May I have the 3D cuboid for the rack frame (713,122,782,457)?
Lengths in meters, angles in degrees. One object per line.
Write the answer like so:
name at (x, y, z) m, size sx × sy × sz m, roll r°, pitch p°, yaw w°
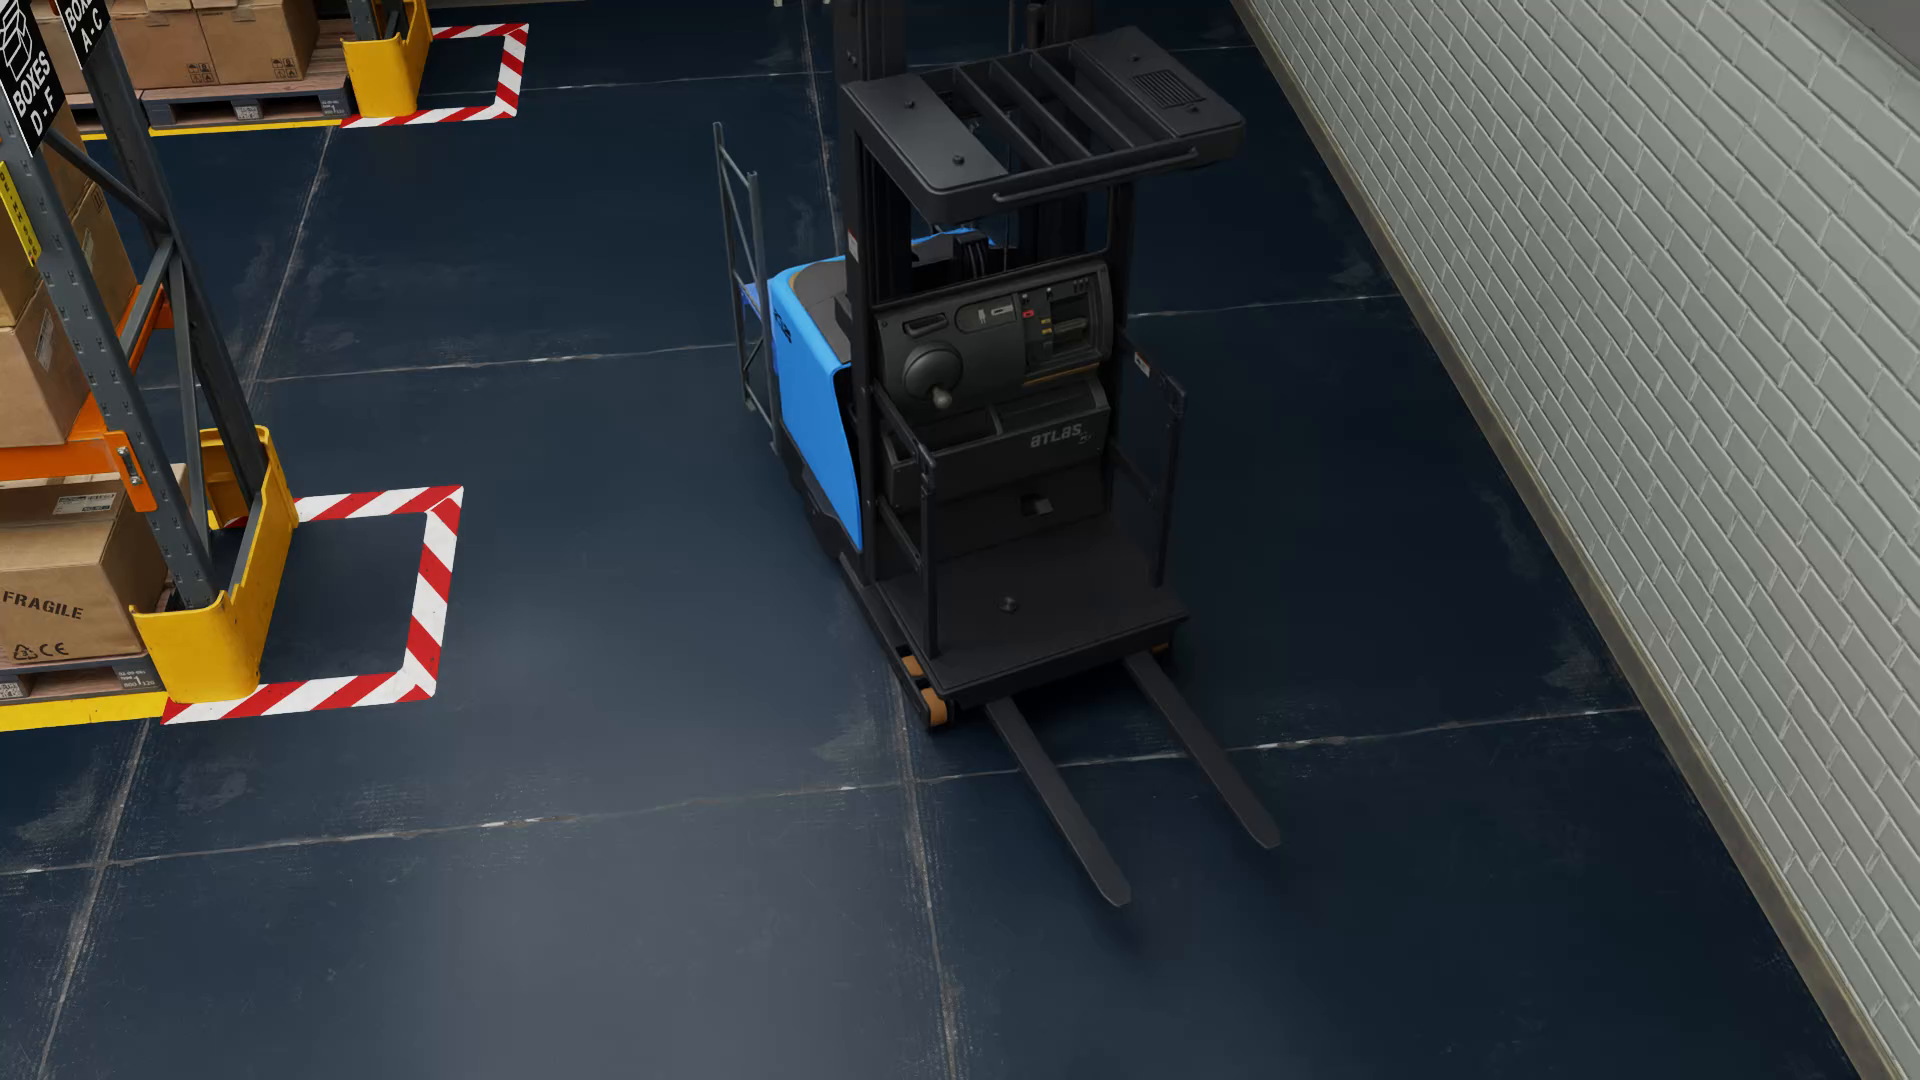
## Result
rack frame at (-0.958, -1.108, 7.573) m, size 0.032 × 1.500 × 0.500 m, roll -17°, pitch 45°, yaw -18°

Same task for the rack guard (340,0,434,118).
rack guard at (-3.658, -3.217, 10.658) m, size 0.348 × 0.500 × 1.175 m, roll -5°, pitch 42°, yaw -6°

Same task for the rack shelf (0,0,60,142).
rack shelf at (-5.019, -1.526, 5.215) m, size 4.000 × 0.370 × 1.077 m, roll -5°, pitch 42°, yaw -6°

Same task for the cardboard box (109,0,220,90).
cardboard box at (-4.859, -3.200, 10.326) m, size 0.500 × 0.500 × 0.700 m, roll -5°, pitch 42°, yaw -6°

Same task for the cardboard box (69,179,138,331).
cardboard box at (-3.510, -1.027, 6.289) m, size 0.500 × 0.500 × 0.500 m, roll -4°, pitch 42°, yaw -5°

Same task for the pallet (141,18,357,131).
pallet at (-4.464, -2.986, 10.618) m, size 1.213 × 0.211 × 1.003 m, roll -5°, pitch 42°, yaw -6°

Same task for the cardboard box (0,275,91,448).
cardboard box at (-3.444, -0.671, 5.894) m, size 0.500 × 0.500 × 0.500 m, roll -4°, pitch 42°, yaw -4°

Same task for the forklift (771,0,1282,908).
forklift at (0.230, -0.674, 6.024) m, size 1.130 × 2.935 × 3.031 m, roll -17°, pitch 45°, yaw -18°

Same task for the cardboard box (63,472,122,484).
cardboard box at (-3.743, -0.135, 7.162) m, size 0.250 × 0.166 × 0.380 m, roll -5°, pitch 42°, yaw -6°

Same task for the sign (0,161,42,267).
sign at (-2.983, -1.030, 5.267) m, size 0.005 × 0.325 × 0.100 m, roll -5°, pitch 42°, yaw -6°

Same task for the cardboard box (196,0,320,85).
cardboard box at (-4.363, -3.243, 10.374) m, size 0.500 × 0.500 × 0.700 m, roll -5°, pitch 42°, yaw -6°

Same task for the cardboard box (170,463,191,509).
cardboard box at (-3.495, -0.150, 7.192) m, size 0.250 × 0.149 × 0.380 m, roll -5°, pitch 42°, yaw -6°

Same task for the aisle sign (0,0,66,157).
aisle sign at (-2.928, -1.621, 5.082) m, size 0.004 × 0.787 × 0.394 m, roll -5°, pitch 42°, yaw -6°

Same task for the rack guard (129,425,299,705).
rack guard at (-3.111, 0.082, 7.001) m, size 0.348 × 0.500 × 1.175 m, roll -5°, pitch 42°, yaw -6°

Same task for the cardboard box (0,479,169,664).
cardboard box at (-3.543, 0.123, 6.628) m, size 0.500 × 0.500 × 0.500 m, roll -5°, pitch 42°, yaw -6°

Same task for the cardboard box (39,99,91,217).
cardboard box at (-3.510, -1.398, 5.954) m, size 0.500 × 0.500 × 0.500 m, roll -4°, pitch 42°, yaw -4°

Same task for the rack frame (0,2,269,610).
rack frame at (-3.036, -0.853, 6.171) m, size 0.127 × 3.000 × 1.000 m, roll -5°, pitch 42°, yaw -6°

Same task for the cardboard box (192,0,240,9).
cardboard box at (-4.466, -3.352, 10.010) m, size 0.250 × 0.149 × 0.380 m, roll -5°, pitch 42°, yaw -6°

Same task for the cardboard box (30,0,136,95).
cardboard box at (-5.357, -3.156, 10.277) m, size 0.500 × 0.500 × 0.700 m, roll -6°, pitch 42°, yaw -7°

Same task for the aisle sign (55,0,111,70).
aisle sign at (-3.006, -2.019, 5.523) m, size 0.004 × 0.787 × 0.394 m, roll -5°, pitch 42°, yaw -6°

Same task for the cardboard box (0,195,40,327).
cardboard box at (-3.441, -1.040, 5.558) m, size 0.500 × 0.500 × 0.500 m, roll -5°, pitch 42°, yaw -6°

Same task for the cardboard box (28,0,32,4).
cardboard box at (-5.885, -3.104, 10.220) m, size 0.500 × 0.500 × 0.700 m, roll -4°, pitch 42°, yaw -5°

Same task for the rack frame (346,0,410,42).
rack frame at (-3.681, -4.143, 9.818) m, size 0.127 × 3.000 × 1.000 m, roll -5°, pitch 42°, yaw -6°

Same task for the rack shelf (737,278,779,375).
rack shelf at (-0.496, -1.116, 7.850) m, size 1.000 × 0.185 × 0.538 m, roll -17°, pitch 45°, yaw -18°

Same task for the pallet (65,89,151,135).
pallet at (-5.671, -2.882, 10.503) m, size 1.213 × 0.211 × 1.003 m, roll -5°, pitch 42°, yaw -6°

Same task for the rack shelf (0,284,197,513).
rack shelf at (-5.019, -0.412, 6.220) m, size 4.000 × 0.370 × 1.077 m, roll -5°, pitch 42°, yaw -6°

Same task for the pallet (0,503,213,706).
pallet at (-3.901, 0.259, 7.021) m, size 1.213 × 0.211 × 1.003 m, roll -5°, pitch 42°, yaw -6°

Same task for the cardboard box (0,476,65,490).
cardboard box at (-4.107, -0.093, 7.053) m, size 0.500 × 0.250 × 0.500 m, roll -5°, pitch 42°, yaw -6°

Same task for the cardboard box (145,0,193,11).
cardboard box at (-4.720, -3.329, 9.985) m, size 0.250 × 0.149 × 0.380 m, roll -4°, pitch 42°, yaw -4°

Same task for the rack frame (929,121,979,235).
rack frame at (-0.034, -1.392, 7.887) m, size 0.032 × 1.500 × 0.500 m, roll -17°, pitch 45°, yaw -18°

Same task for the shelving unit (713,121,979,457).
shelving unit at (-0.496, -1.250, 7.730) m, size 1.048 × 1.500 × 0.538 m, roll -17°, pitch 45°, yaw -18°
